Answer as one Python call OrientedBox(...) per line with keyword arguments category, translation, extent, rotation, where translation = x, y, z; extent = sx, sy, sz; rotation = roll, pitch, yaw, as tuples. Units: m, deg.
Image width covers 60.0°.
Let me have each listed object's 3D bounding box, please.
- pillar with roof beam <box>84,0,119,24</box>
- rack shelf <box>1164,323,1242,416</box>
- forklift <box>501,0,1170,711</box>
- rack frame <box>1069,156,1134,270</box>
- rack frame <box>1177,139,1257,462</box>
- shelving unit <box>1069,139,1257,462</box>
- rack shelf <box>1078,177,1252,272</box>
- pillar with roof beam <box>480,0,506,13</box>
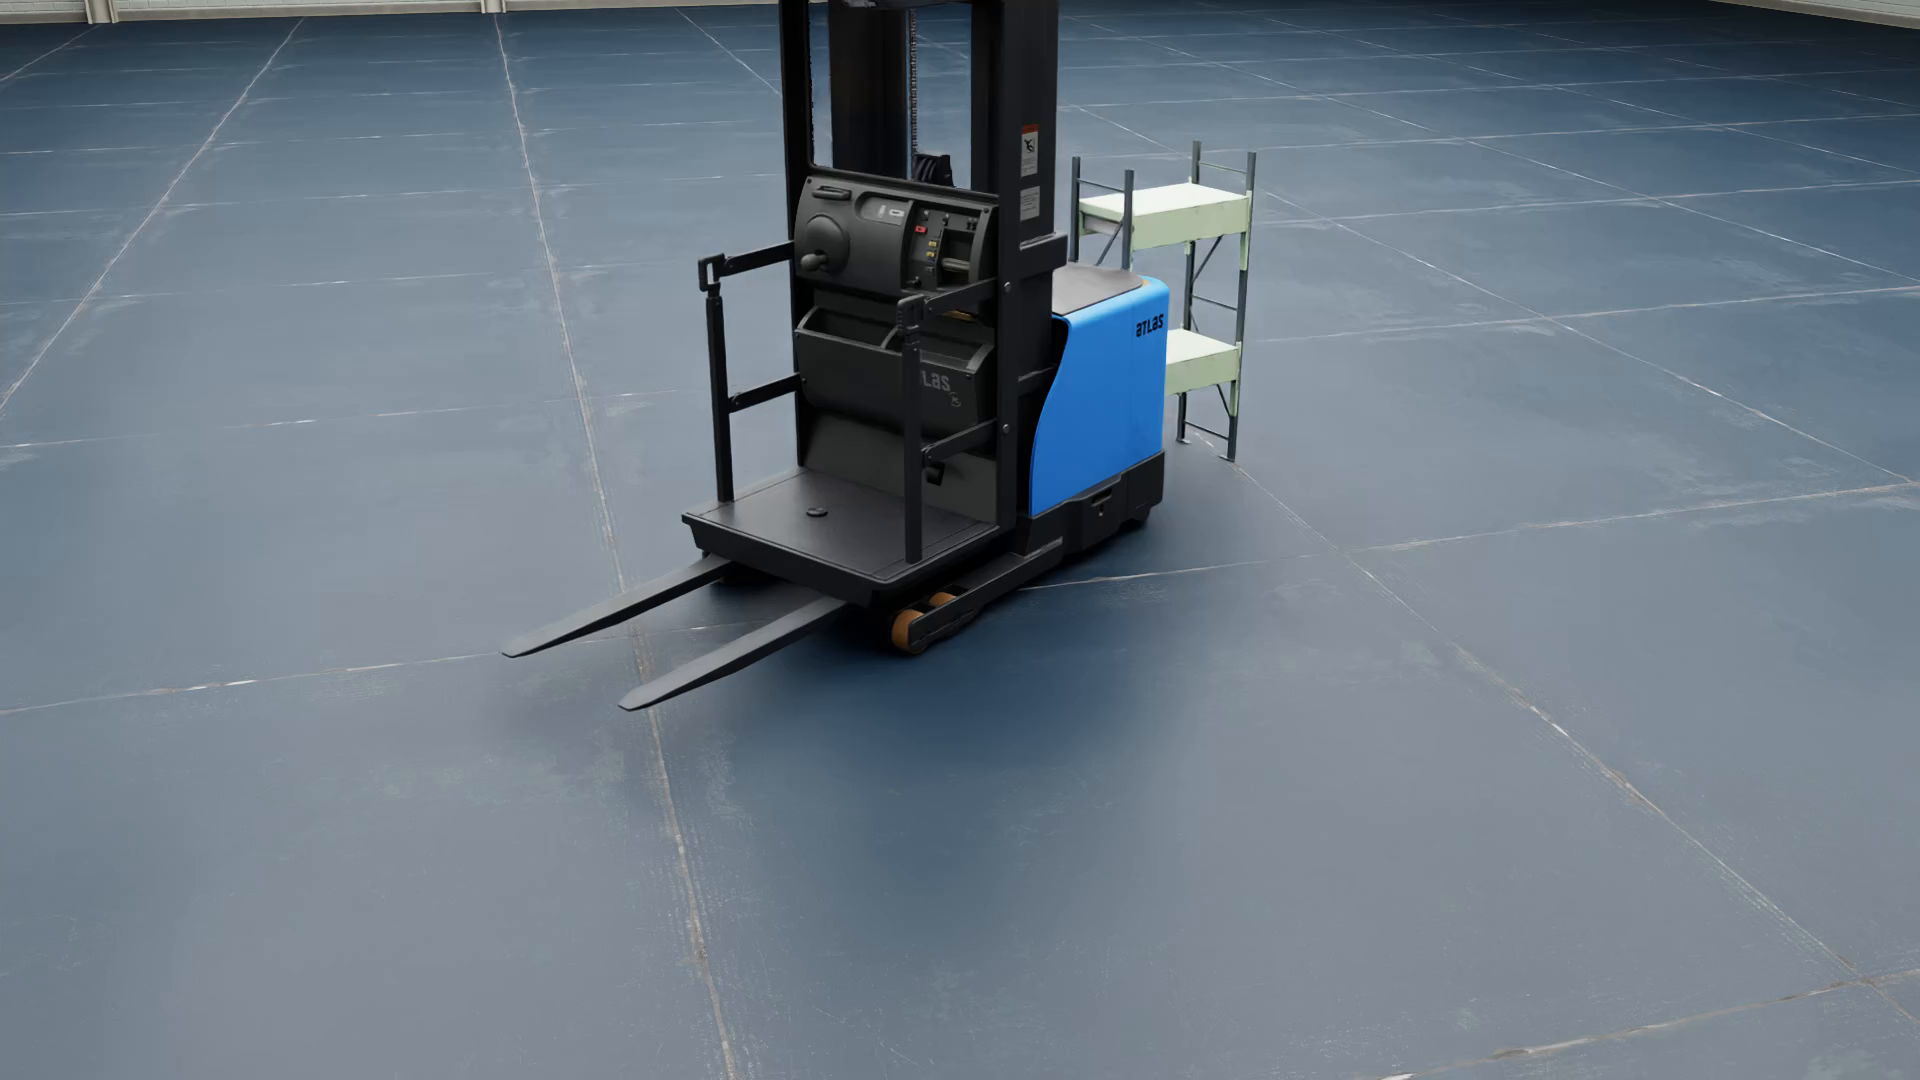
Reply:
OrientedBox(category="pillar with roof beam", translation=(-12.437, -10.725, 20.832), extent=(0.400, 9.000, 9.100), rotation=(-6, 24, -14))
OrientedBox(category="rack shelf", translation=(0.925, -0.754, 7.932), extent=(0.720, 0.370, 0.431), rotation=(-16, 28, -32))
OrientedBox(category="forklift", translation=(-0.394, -1.139, 6.187), extent=(1.130, 2.935, 3.031), rotation=(17, 29, 35))
OrientedBox(category="rack frame", translation=(0.627, -0.970, 7.609), extent=(0.023, 1.500, 0.400), rotation=(-16, 28, -32))
OrientedBox(category="rack frame", translation=(1.224, -1.137, 7.998), extent=(0.023, 1.500, 0.400), rotation=(-16, 28, -32))
OrientedBox(category="shelving unit", translation=(0.925, -1.054, 7.804), extent=(0.755, 1.500, 0.431), rotation=(-16, 28, -32))
OrientedBox(category="rack shelf", translation=(0.925, -1.412, 7.650), extent=(0.720, 0.370, 0.431), rotation=(-16, 28, -32))
OrientedBox(category="pillar with roof beam", translation=(-6.660, -11.364, 22.321), extent=(0.400, 9.000, 9.100), rotation=(-6, 24, -14))
